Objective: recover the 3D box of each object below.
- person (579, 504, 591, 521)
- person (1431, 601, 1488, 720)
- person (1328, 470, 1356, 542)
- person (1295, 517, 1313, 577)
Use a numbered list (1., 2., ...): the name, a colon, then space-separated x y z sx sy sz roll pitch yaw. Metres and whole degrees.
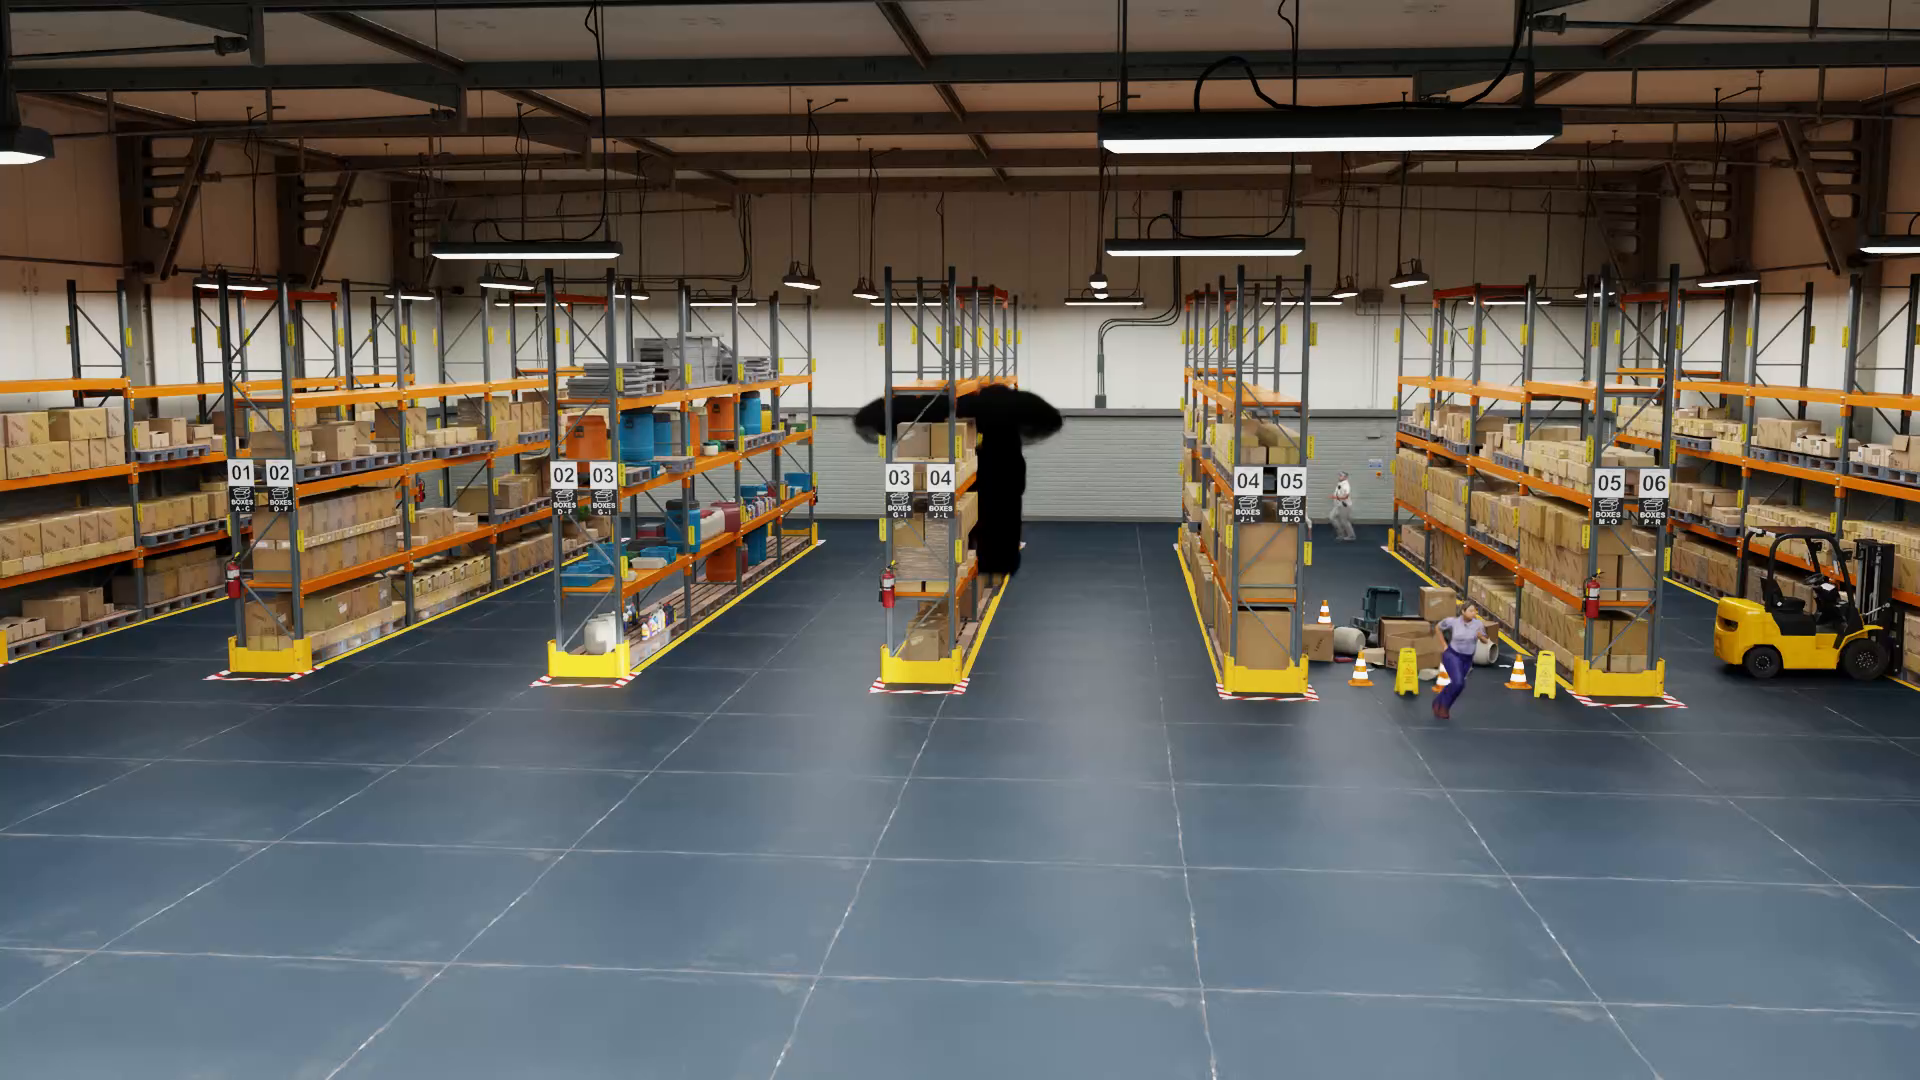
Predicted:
1. person: -9.681 -0.991 42.226 0.576 1.742 0.638 2 7 15
2. person: 6.571 1.573 21.864 0.555 1.586 0.789 -3 7 -21
3. person: 9.378 -0.824 40.885 0.723 1.811 0.638 0 7 -3
4. person: 7.009 -0.014 34.614 0.609 1.555 0.556 1 7 5
